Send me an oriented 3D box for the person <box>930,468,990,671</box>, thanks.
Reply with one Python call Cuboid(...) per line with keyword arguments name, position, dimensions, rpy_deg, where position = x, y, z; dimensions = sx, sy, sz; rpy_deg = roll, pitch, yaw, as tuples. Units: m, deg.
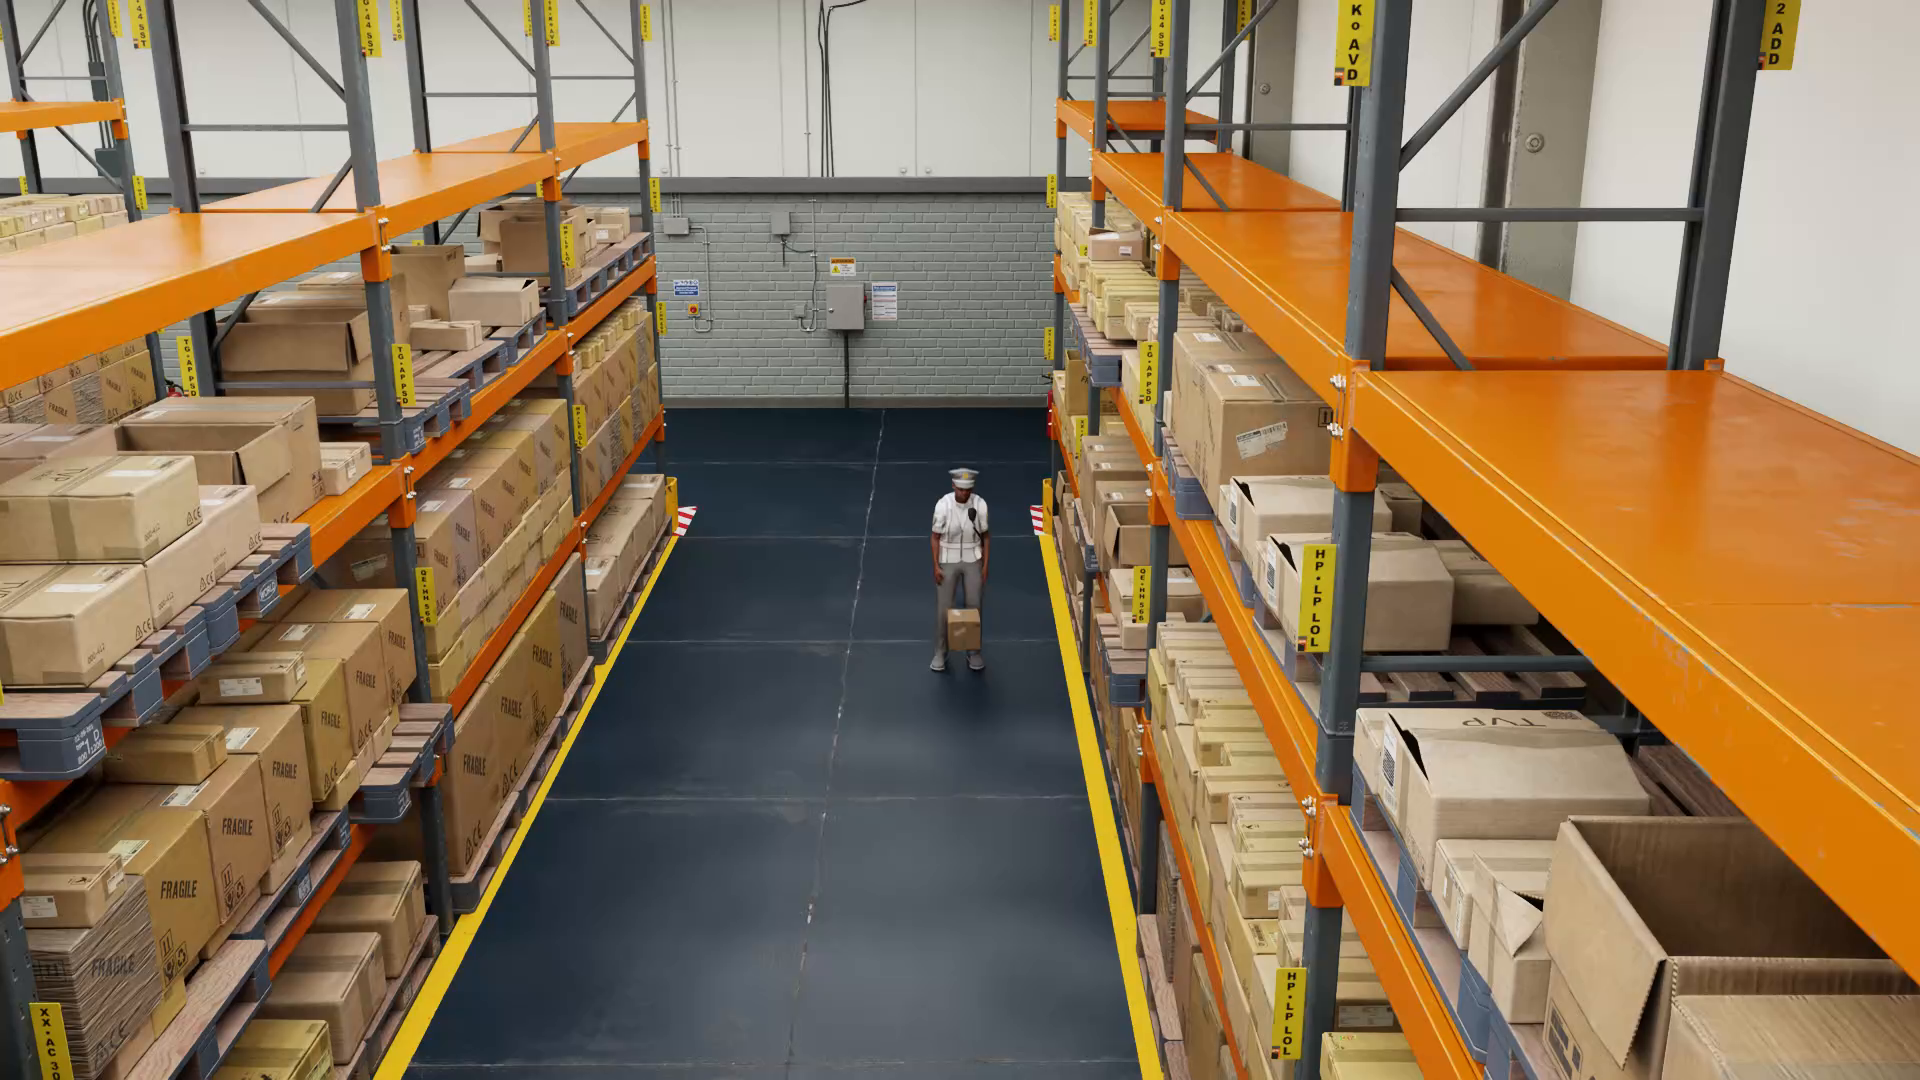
Cuboid(name="person", position=(-0.002, 0.216, 13.368), dimensions=(0.497, 1.664, 0.372), rpy_deg=(-1, 17, -5))
